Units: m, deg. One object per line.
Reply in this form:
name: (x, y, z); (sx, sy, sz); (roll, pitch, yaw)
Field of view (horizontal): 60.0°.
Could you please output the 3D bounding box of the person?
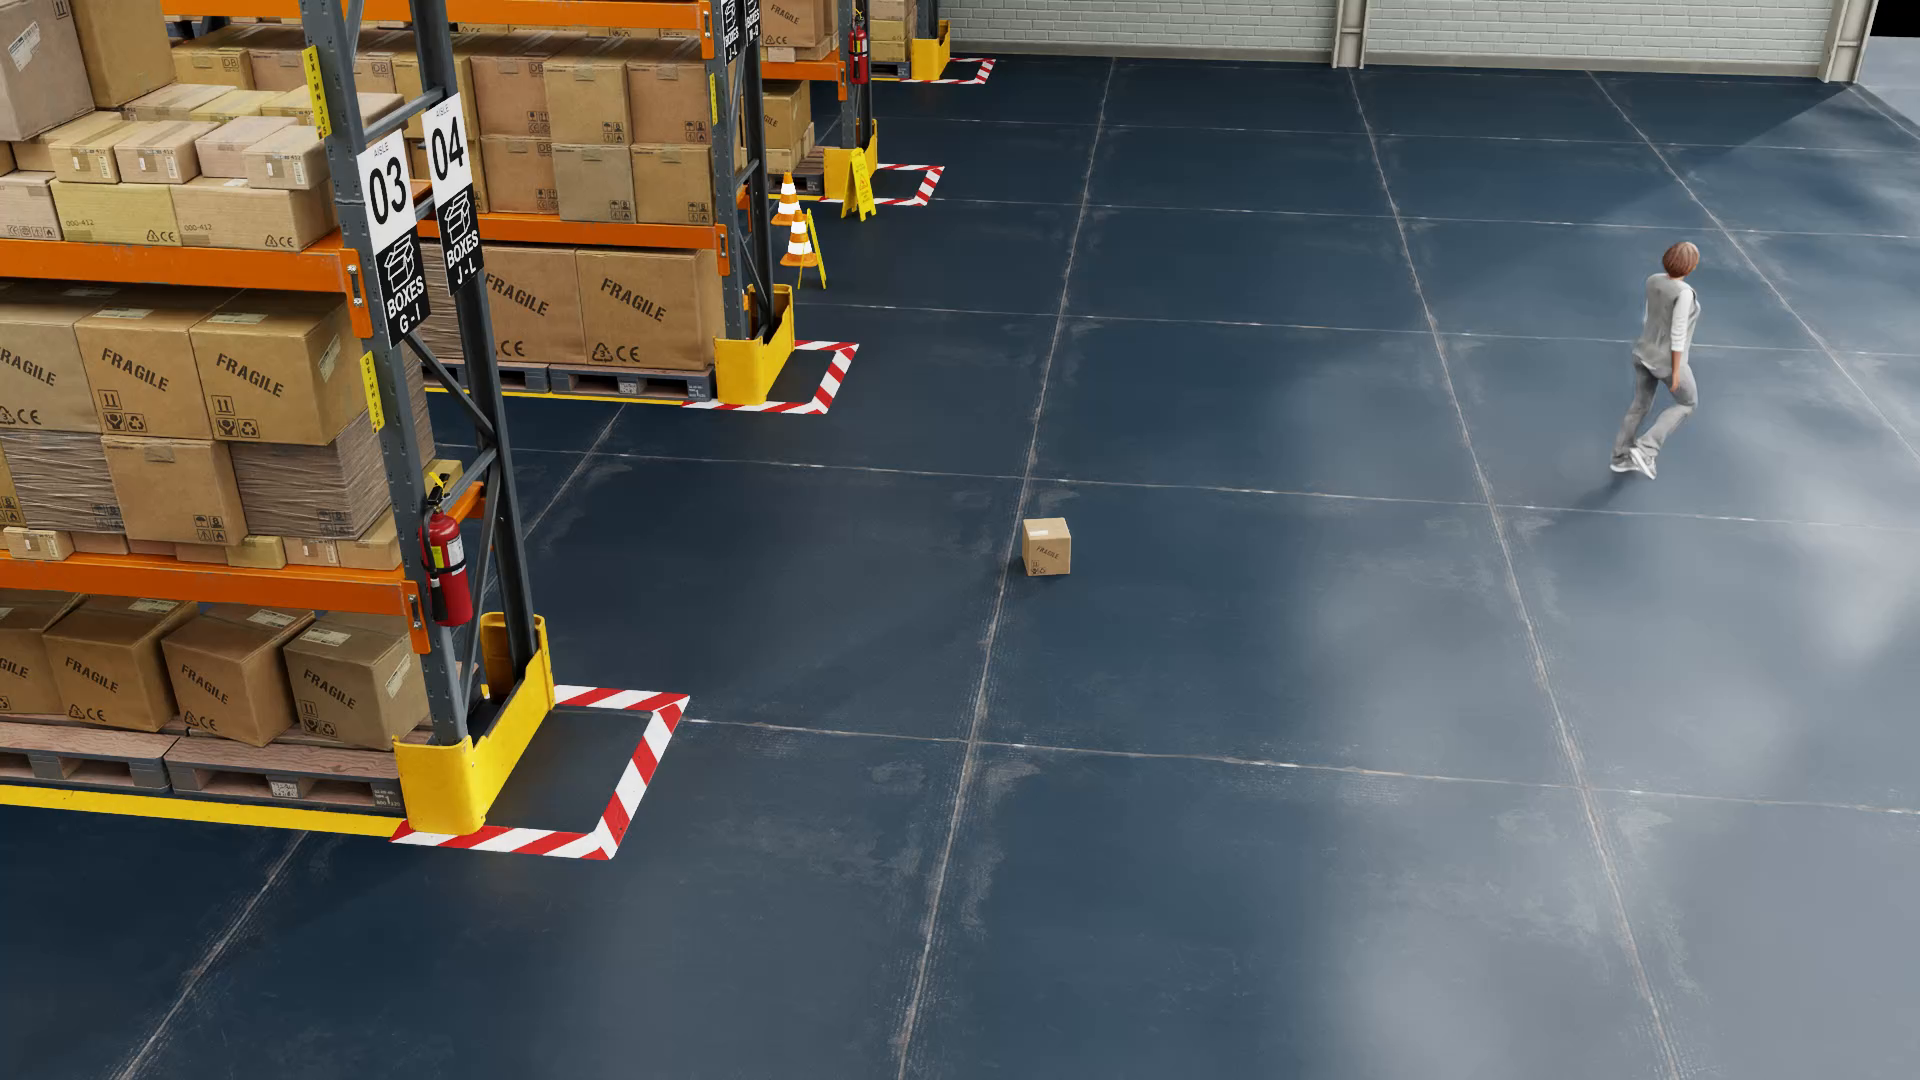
person: (4.529, -1.153, 10.685); (0.434, 1.600, 0.440); (-9, 30, -17)
